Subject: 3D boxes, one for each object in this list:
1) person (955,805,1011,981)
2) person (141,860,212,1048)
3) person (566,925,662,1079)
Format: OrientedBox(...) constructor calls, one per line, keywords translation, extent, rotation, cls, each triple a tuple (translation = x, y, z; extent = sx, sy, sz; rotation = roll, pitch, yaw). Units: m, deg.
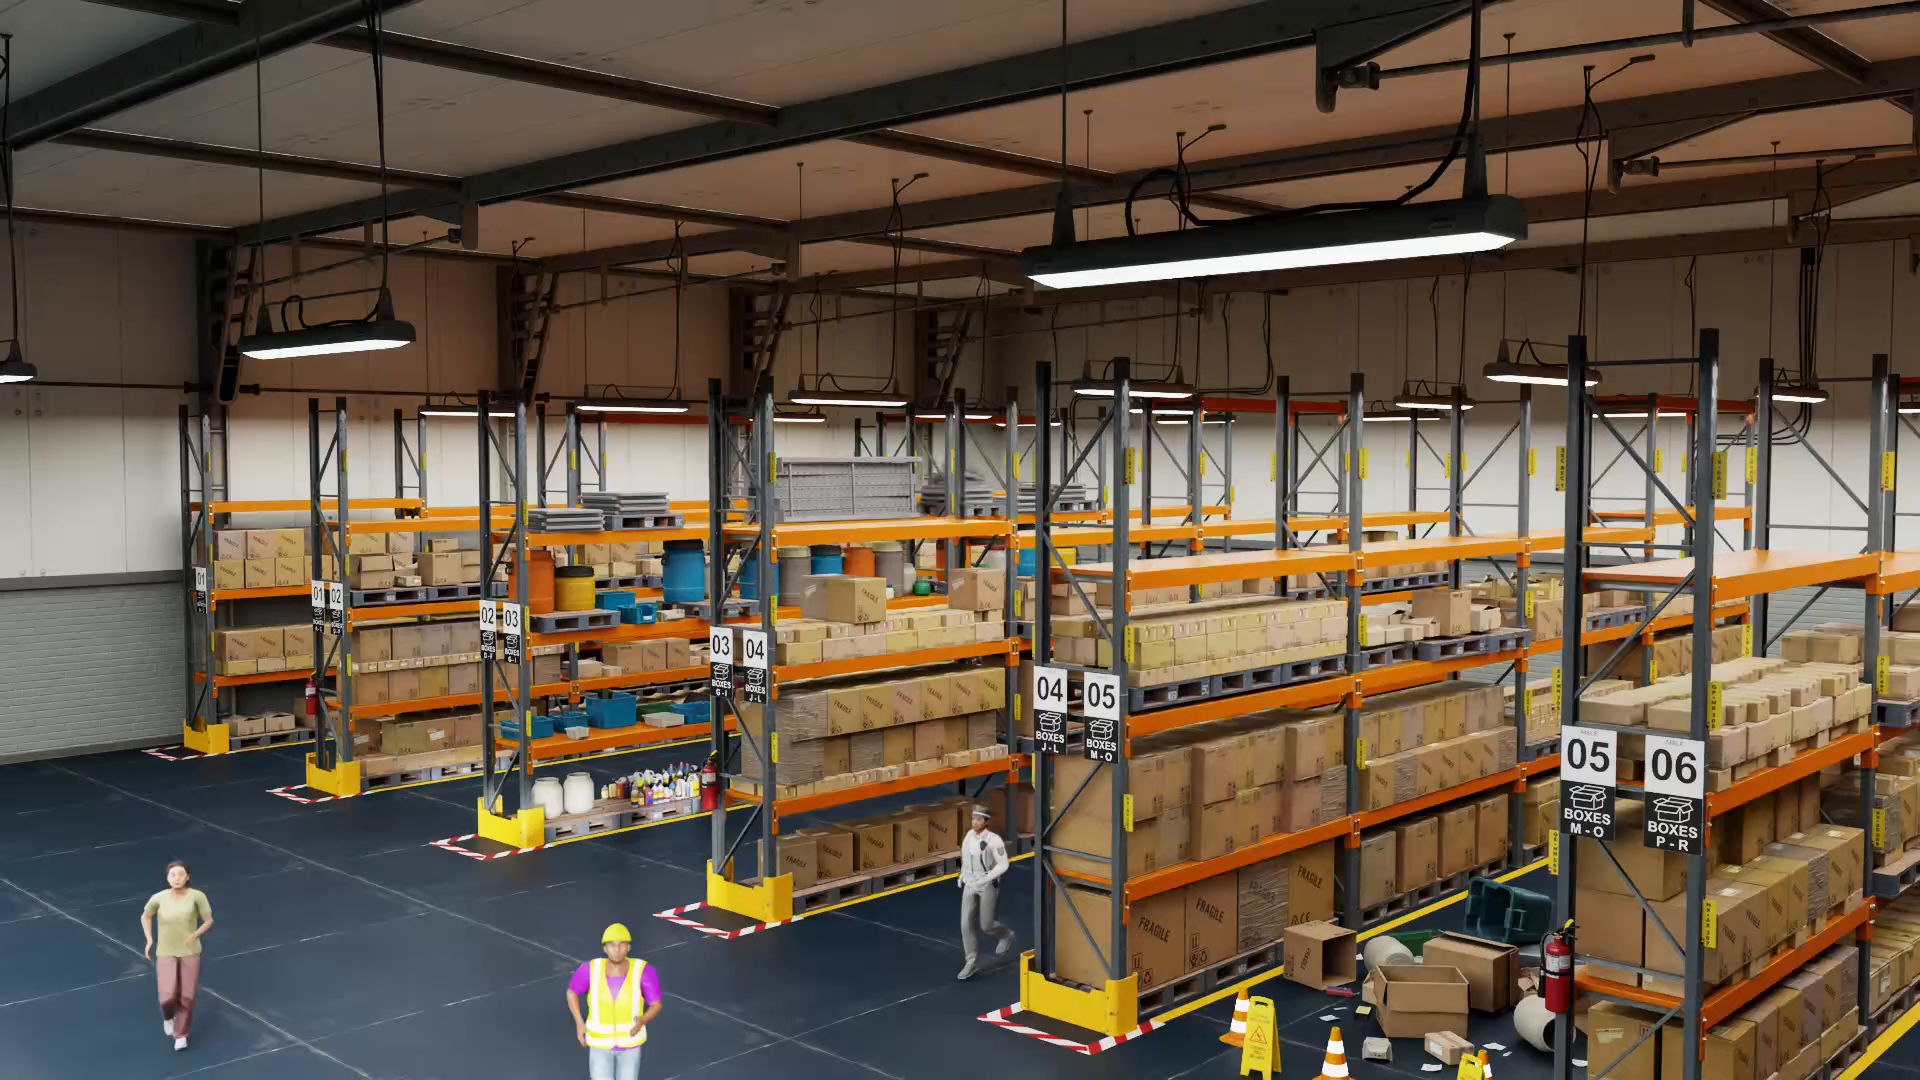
OrientedBox(translation=(0.210, 3.457, 16.541), extent=(0.625, 1.688, 0.789), rotation=(2, 4, 35), cls="person")
OrientedBox(translation=(-6.742, 3.583, 14.320), extent=(0.563, 1.633, 0.570), rotation=(-1, 3, -24), cls="person")
OrientedBox(translation=(-2.480, 3.670, 11.948), extent=(0.681, 1.809, 0.647), rotation=(-1, 3, -12), cls="person")
